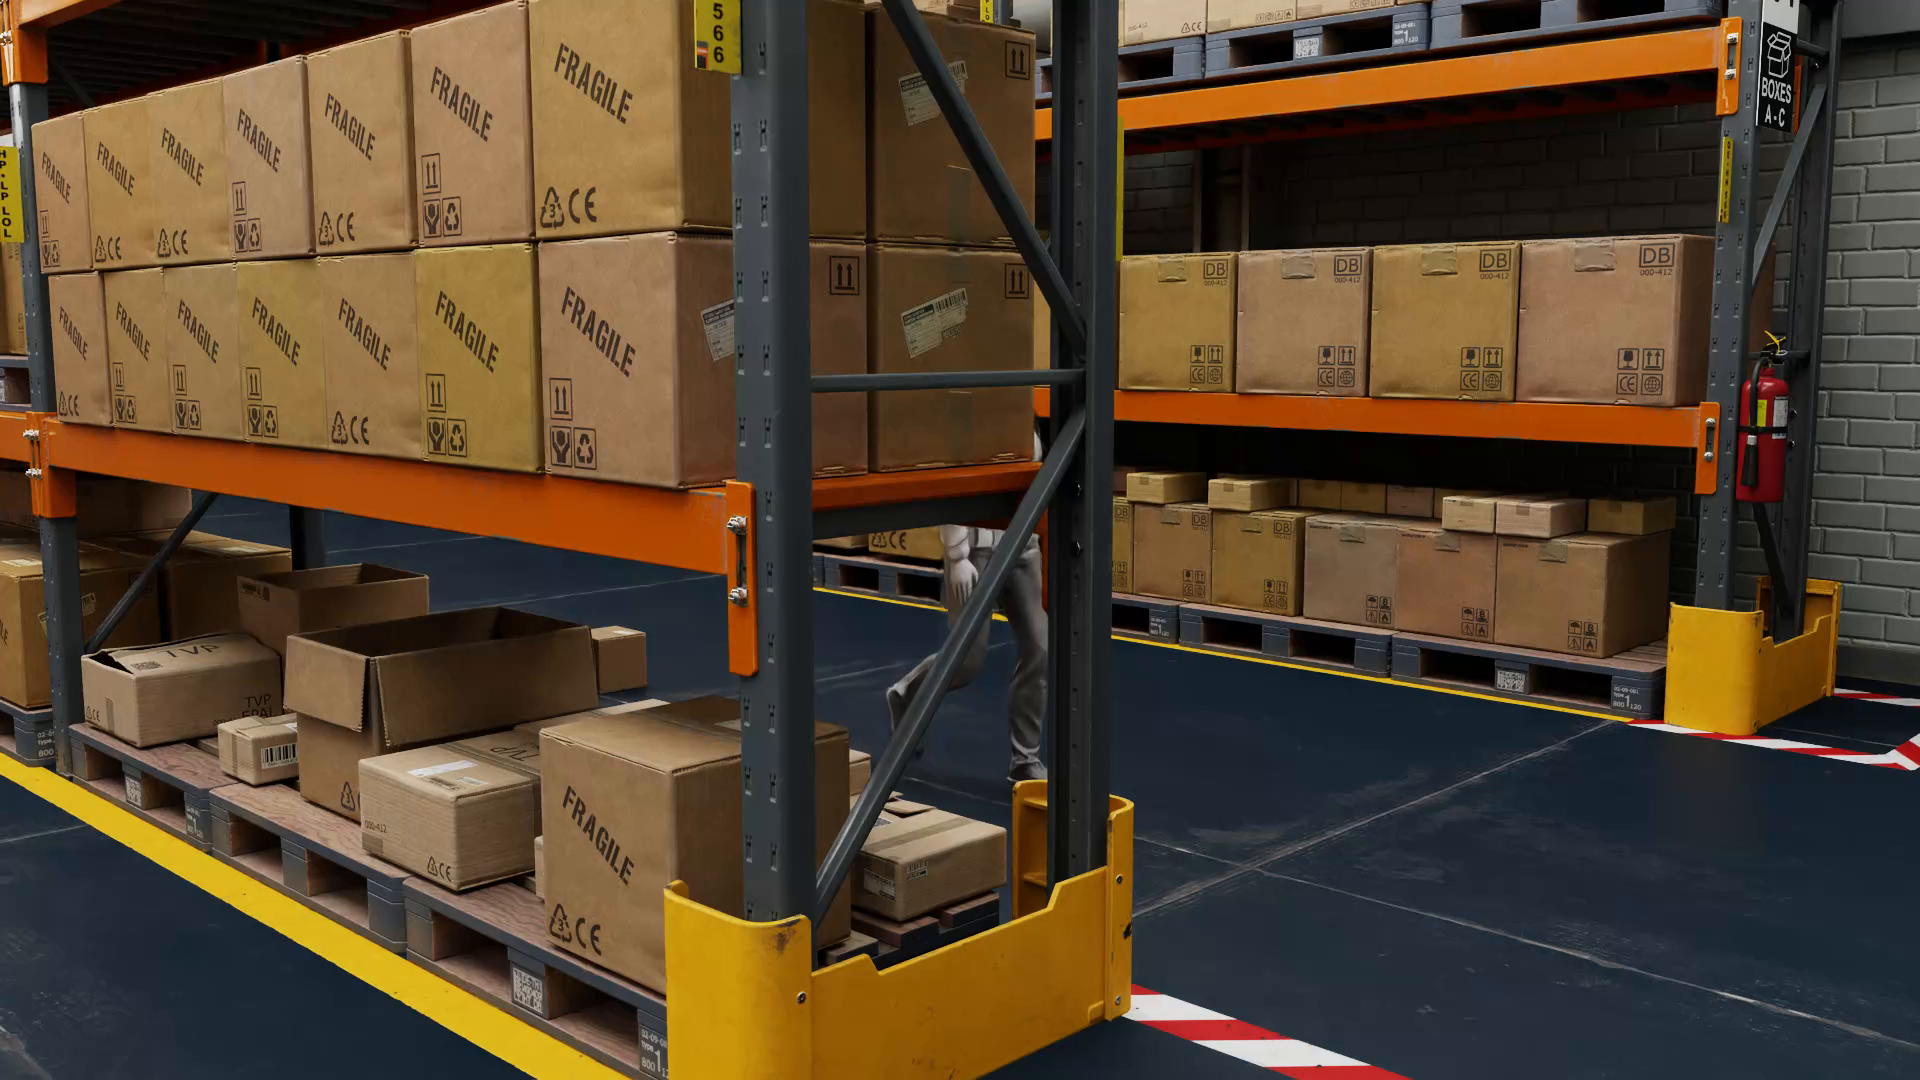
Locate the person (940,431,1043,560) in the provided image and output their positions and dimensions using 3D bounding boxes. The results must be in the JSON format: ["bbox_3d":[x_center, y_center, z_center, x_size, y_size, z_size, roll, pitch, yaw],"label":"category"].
[{"bbox_3d":[0.105,-0.239,5.745,0.477,0.620,0.304,-6,9,-41],"label":"person"}]
